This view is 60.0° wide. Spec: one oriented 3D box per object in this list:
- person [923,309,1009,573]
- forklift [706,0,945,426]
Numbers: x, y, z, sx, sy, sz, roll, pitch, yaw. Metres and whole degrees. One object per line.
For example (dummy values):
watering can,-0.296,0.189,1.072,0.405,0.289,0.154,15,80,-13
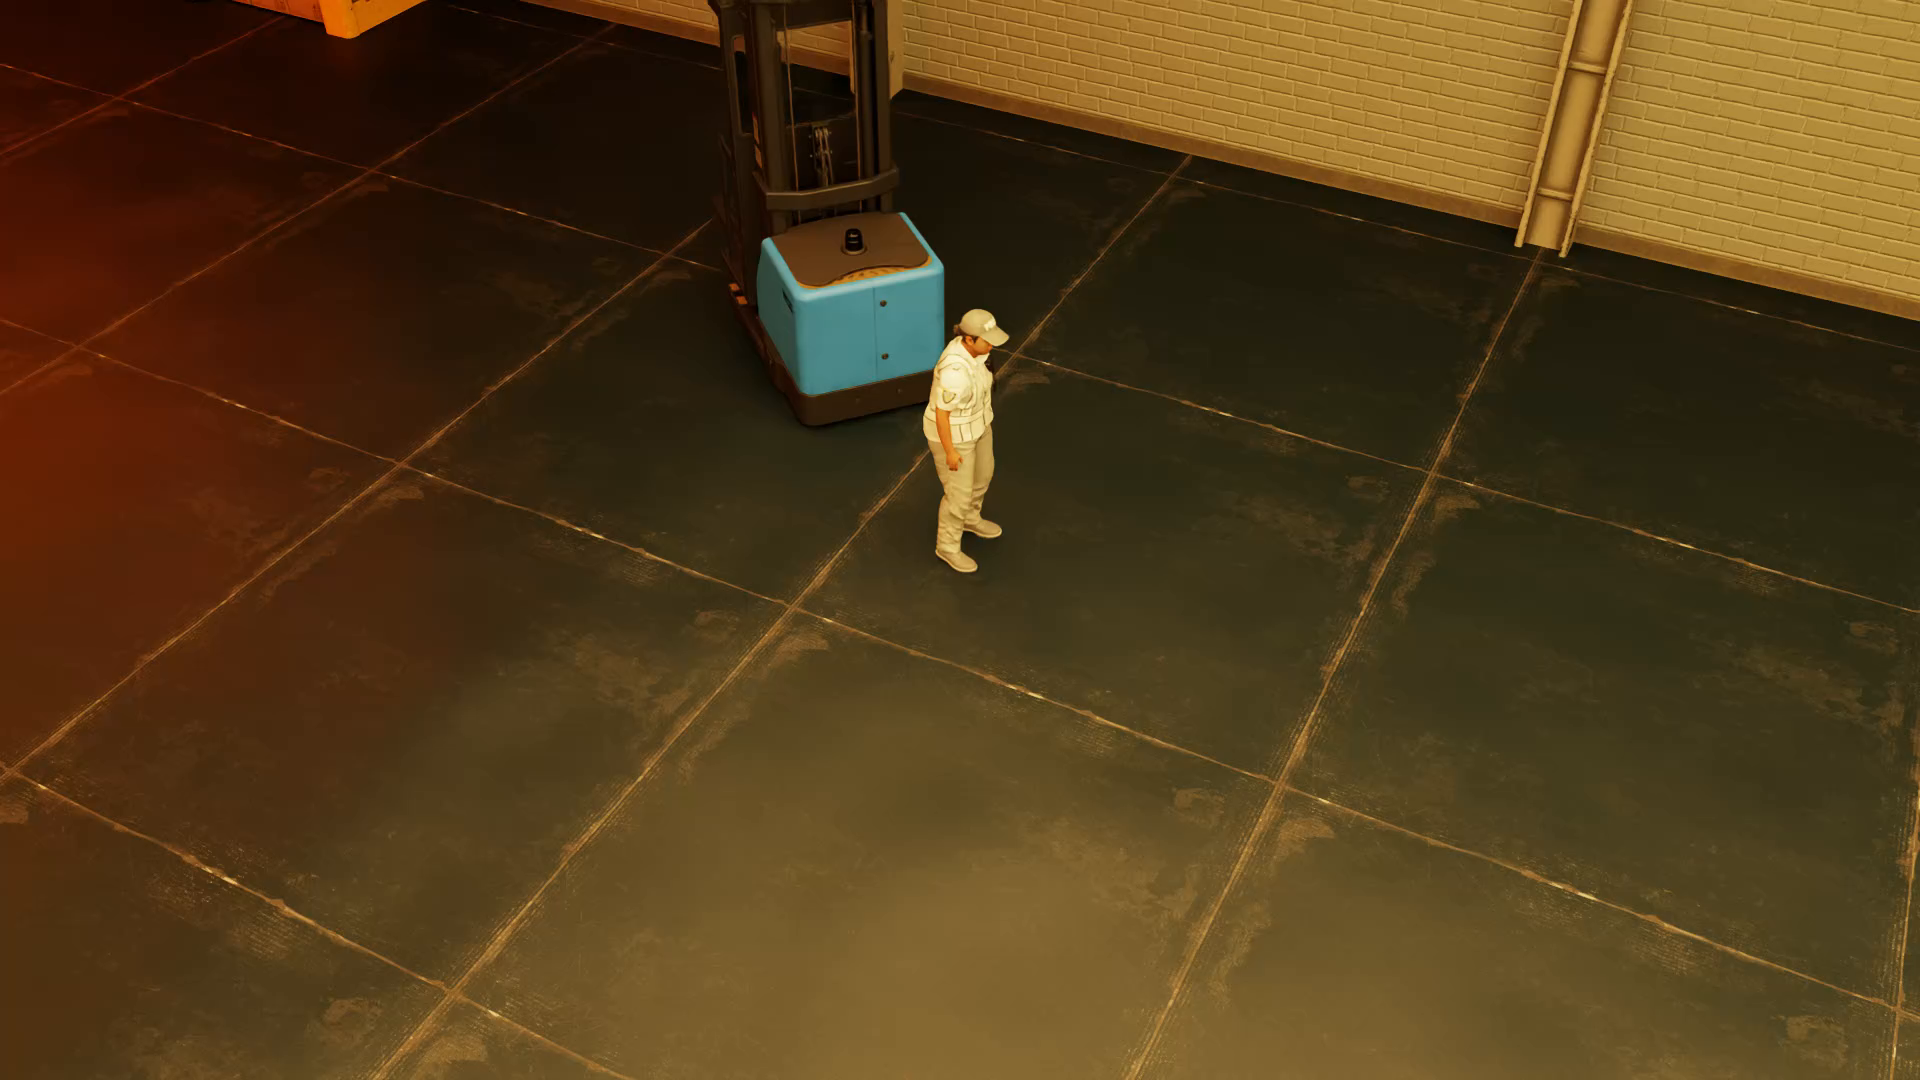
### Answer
person,0.040,-0.622,9.709,0.466,1.666,0.546,17,43,19
forklift,-1.095,-2.835,11.352,1.130,2.935,3.031,-14,42,-16
